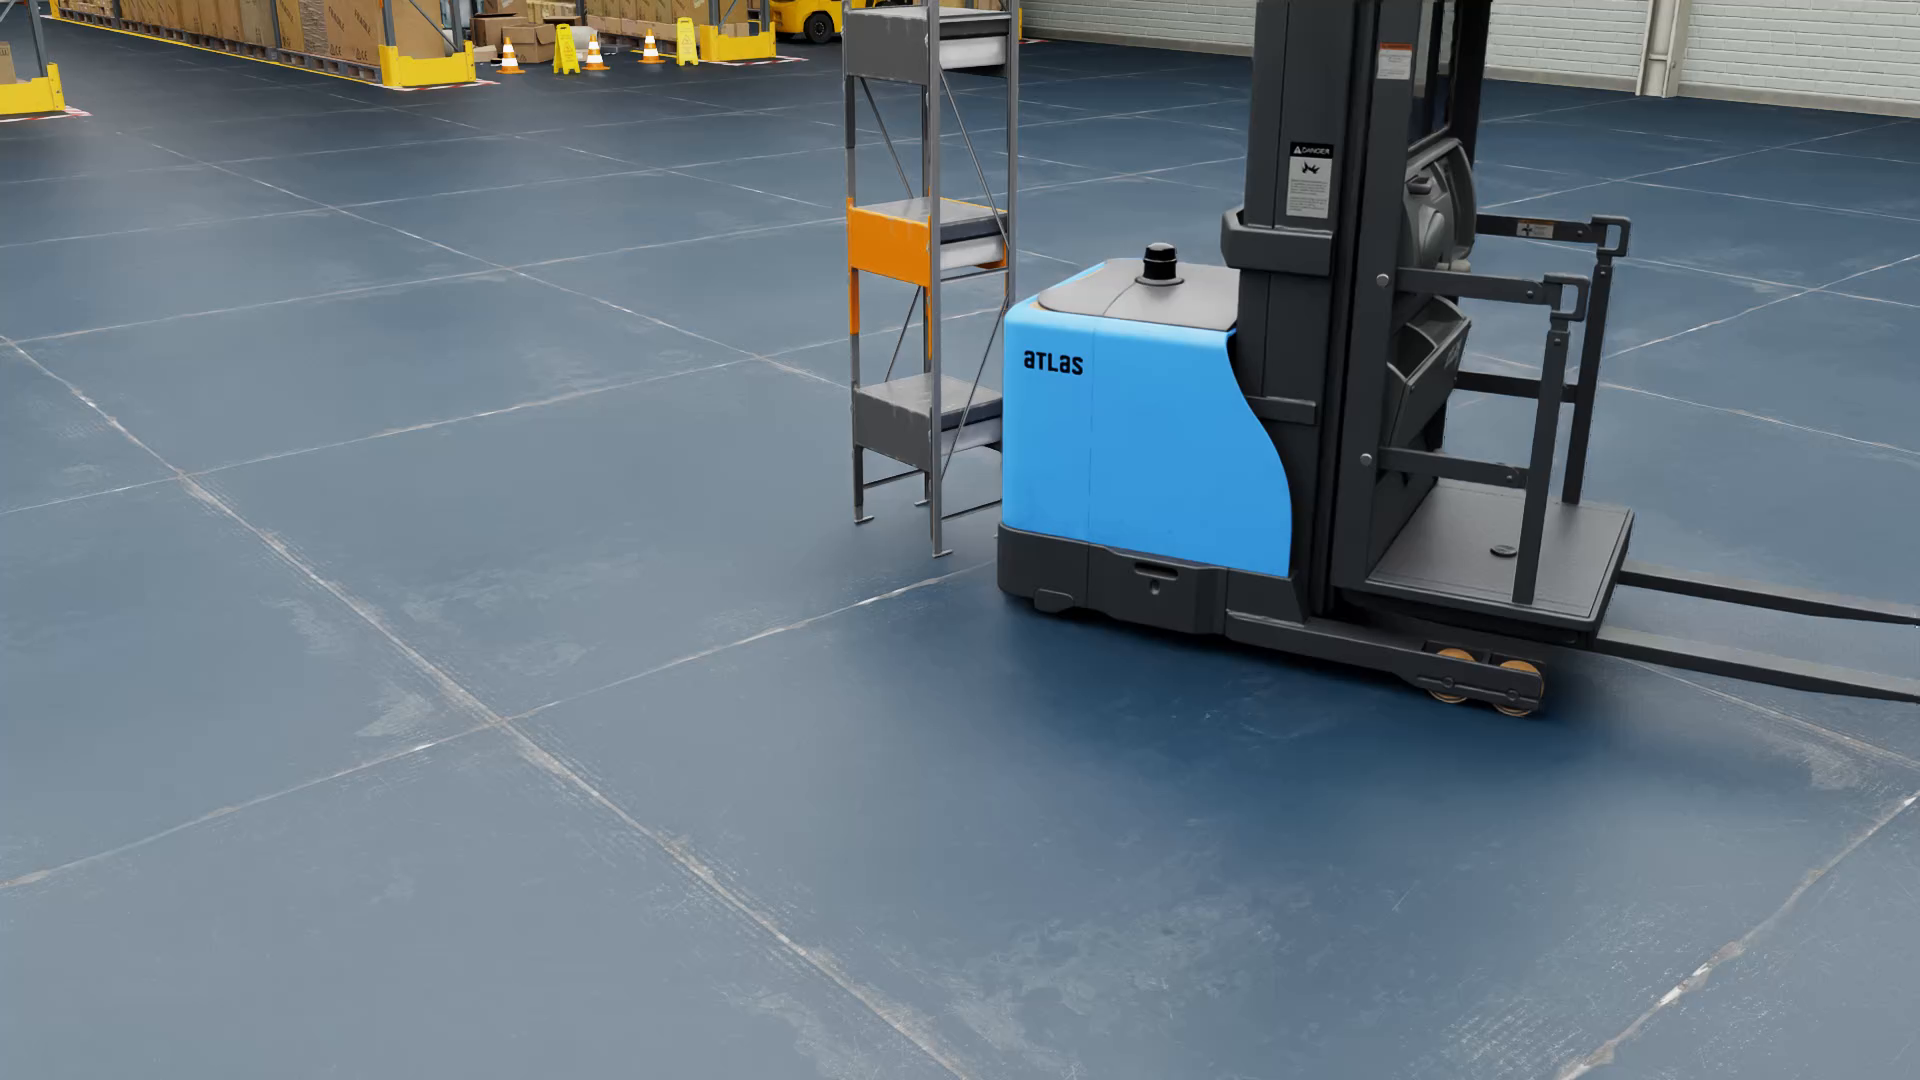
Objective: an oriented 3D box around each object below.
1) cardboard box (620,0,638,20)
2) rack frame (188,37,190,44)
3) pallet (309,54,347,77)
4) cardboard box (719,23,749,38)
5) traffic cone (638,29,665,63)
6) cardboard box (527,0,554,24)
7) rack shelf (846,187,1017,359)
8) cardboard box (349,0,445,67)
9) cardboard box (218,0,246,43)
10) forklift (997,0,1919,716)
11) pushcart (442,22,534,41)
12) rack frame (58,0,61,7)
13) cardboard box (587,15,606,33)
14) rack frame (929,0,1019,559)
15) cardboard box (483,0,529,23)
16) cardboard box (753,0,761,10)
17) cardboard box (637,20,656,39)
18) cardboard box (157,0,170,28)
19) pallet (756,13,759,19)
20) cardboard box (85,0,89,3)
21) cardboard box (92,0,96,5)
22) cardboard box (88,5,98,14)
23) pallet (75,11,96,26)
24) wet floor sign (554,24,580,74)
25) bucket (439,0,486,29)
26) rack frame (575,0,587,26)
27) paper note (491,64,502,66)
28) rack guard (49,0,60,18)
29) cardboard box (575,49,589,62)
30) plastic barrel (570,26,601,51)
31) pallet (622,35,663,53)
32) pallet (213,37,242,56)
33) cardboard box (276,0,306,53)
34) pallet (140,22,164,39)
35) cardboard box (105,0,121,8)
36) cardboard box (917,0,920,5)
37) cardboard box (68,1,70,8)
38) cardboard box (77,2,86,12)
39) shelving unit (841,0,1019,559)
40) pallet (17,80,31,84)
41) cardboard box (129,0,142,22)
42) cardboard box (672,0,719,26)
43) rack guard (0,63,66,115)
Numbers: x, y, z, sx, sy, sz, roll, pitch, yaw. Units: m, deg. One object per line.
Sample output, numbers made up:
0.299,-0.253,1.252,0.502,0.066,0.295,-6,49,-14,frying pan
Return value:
-4.994,-8.441,26.089,0.500,0.500,0.500,-16,26,-35,cardboard box
-12.165,-9.592,26.860,1.000,3.000,0.127,-17,27,-37,rack frame
-8.317,-6.622,23.102,1.003,0.211,1.213,-17,27,-37,pallet
-3.576,-7.792,25.459,0.500,0.250,0.500,-18,28,-38,cardboard box
-4.517,-7.218,24.279,0.336,0.463,0.334,-17,27,-37,traffic cone
-7.142,-9.199,28.884,0.950,0.372,0.625,-16,27,-36,cardboard box
-0.108,-1.011,6.223,0.431,0.518,0.480,-17,27,-37,rack shelf
-7.436,-6.759,21.966,0.875,0.875,0.875,-17,27,-37,cardboard box
-10.655,-8.052,25.438,1.050,0.750,0.750,-17,27,-37,cardboard box
1.683,-1.045,5.134,3.031,2.935,1.130,10,24,25,forklift
-7.565,-7.915,26.176,0.936,0.377,1.648,12,24,27,pushcart
-17.388,-11.802,32.503,1.000,3.000,0.127,-17,27,-37,rack frame
-5.690,-8.381,26.963,0.500,0.250,0.500,-19,28,-40,cardboard box
0.051,-0.956,6.046,0.400,2.100,0.015,-17,27,-37,rack frame
-7.199,-8.449,26.333,0.500,0.500,0.500,-17,27,-37,cardboard box
-3.455,-10.530,31.937,0.875,0.625,0.625,-19,28,-40,cardboard box
-4.669,-7.950,25.864,0.500,0.250,0.500,-19,28,-39,cardboard box
-13.129,-8.887,27.913,0.500,0.500,0.500,-16,27,-35,cardboard box
-4.216,-10.445,32.864,1.003,0.211,1.213,-17,27,-37,pallet
-16.338,-10.255,31.478,0.380,0.149,0.250,-16,26,-35,cardboard box
-15.868,-10.015,30.866,0.380,0.149,0.250,-17,27,-36,cardboard box
-15.966,-9.878,30.925,0.380,0.149,0.250,-18,27,-38,cardboard box
-16.042,-9.913,31.503,1.003,0.211,1.213,-17,27,-37,pallet
-5.425,-6.749,22.829,0.232,0.644,0.267,17,27,36,wet floor sign
-7.719,-8.181,25.664,0.726,0.611,0.620,-8,13,-19,bucket
-5.870,-9.693,27.118,1.000,3.000,0.127,-17,27,-37,rack frame
-6.654,-6.824,23.867,0.144,0.017,0.142,-8,23,-19,paper note
-17.338,-10.617,32.905,1.175,0.500,0.348,-17,27,-37,rack guard
-5.645,-7.141,24.513,0.380,0.149,0.250,-4,22,-10,cardboard box
-5.755,-7.598,25.303,0.512,0.421,0.421,0,21,-1,plastic barrel
-4.605,-7.880,26.314,1.003,0.211,1.213,-17,27,-37,pallet
-10.916,-7.721,25.906,1.003,0.211,1.213,-17,27,-37,pallet
-9.197,-7.502,23.863,0.875,0.875,0.875,-17,27,-37,cardboard box
-13.467,-8.846,28.781,1.003,0.211,1.213,-17,27,-37,pallet
-15.223,-9.715,30.100,0.380,0.149,0.250,-17,27,-36,cardboard box
-0.375,-9.120,28.164,0.500,0.250,0.500,-18,28,-38,cardboard box
-17.055,-10.396,32.248,0.380,0.149,0.250,-18,27,-38,cardboard box
-16.469,-10.095,31.479,0.380,0.149,0.250,-19,28,-40,cardboard box
-0.108,-1.023,6.218,0.431,2.100,0.503,-17,27,-37,shelving unit
-11.320,-5.184,19.430,1.003,0.211,1.213,-17,27,-37,pallet
-14.148,-9.315,29.006,0.500,0.500,0.500,-16,26,-35,cardboard box
-3.980,-8.011,24.991,0.500,0.500,0.500,-17,27,-37,cardboard box
-10.817,-5.086,18.783,1.175,0.500,0.348,-17,27,-37,rack guard
